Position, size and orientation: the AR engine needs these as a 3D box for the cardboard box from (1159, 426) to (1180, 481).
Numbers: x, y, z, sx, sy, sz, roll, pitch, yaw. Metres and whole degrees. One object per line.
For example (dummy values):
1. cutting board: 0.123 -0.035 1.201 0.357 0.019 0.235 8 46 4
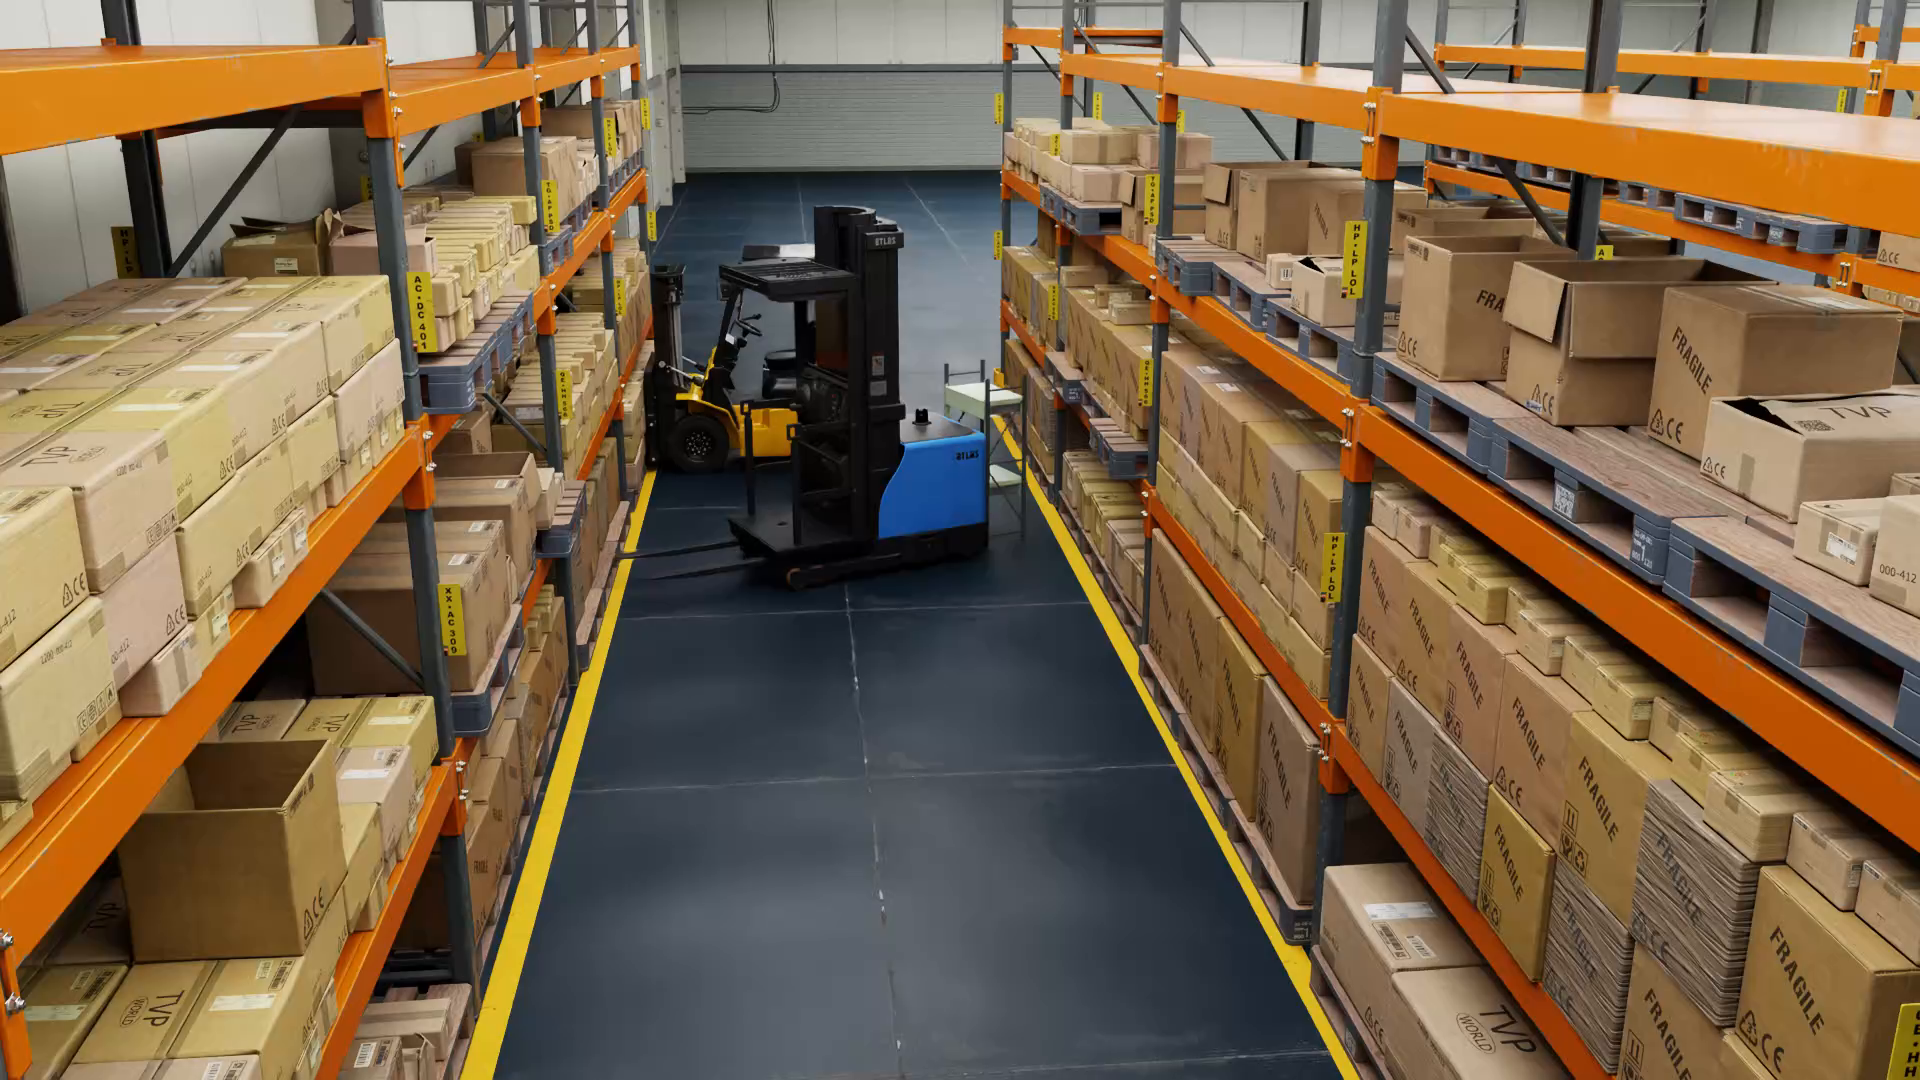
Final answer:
1. cardboard box: 1.609 -0.580 10.933 0.500 0.250 0.500 -2 18 -6

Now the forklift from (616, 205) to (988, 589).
1. forklift: -1.307 -1.181 13.547 3.031 2.935 1.130 -9 20 -27

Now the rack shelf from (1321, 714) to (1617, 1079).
1. rack shelf: 2.421 1.559 5.904 1.077 0.370 4.000 -2 18 -6

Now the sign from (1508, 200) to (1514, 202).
1. sign: 6.432 -3.816 19.497 0.100 0.325 0.005 -2 18 -6

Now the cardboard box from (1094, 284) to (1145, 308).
1. cardboard box: 1.301 -1.991 13.565 0.380 0.149 0.250 -1 17 -3

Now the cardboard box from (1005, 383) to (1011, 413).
1. cardboard box: 0.786 -1.595 18.639 0.500 0.250 0.500 -2 18 -6

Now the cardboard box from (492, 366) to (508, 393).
1. cardboard box: -3.518 -1.170 12.146 0.380 0.149 0.250 -2 18 -6

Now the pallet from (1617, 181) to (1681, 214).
1. pallet: 6.447 -3.015 14.584 0.805 0.209 1.217 -2 18 -8

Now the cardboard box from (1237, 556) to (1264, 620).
1. cardboard box: 1.834 0.263 9.082 0.500 0.250 0.500 -2 18 -7

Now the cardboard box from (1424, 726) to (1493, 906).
1. cardboard box: 2.096 1.019 6.258 0.500 0.500 0.500 -2 18 -5

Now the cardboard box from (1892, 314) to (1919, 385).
1. cardboard box: 6.679 -1.414 12.336 0.700 0.500 0.500 -2 18 -6

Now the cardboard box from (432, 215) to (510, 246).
1. cardboard box: -2.699 -1.704 9.178 0.380 0.149 0.250 -2 18 -7

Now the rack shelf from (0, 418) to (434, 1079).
1. rack shelf: -2.515 0.282 4.963 1.077 0.370 4.000 -2 18 -6

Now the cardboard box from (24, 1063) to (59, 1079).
1. cardboard box: -2.672 1.613 4.284 0.500 0.250 0.500 -2 18 -5

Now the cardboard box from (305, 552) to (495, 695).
1. cardboard box: -2.549 0.375 7.606 0.700 0.500 0.500 -1 17 -4

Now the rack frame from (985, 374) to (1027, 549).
1. rack frame: 0.392 -0.667 14.297 0.400 1.500 0.023 -9 20 -27

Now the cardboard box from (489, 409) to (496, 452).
1. cardboard box: -3.457 -0.709 11.345 0.500 0.250 0.500 -1 17 -4

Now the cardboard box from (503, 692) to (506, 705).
1. cardboard box: -2.748 0.875 9.270 0.380 0.149 0.250 -2 18 -5

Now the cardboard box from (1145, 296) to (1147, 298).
1. cardboard box: 1.718 -1.875 14.278 0.500 0.500 0.500 -2 18 -5

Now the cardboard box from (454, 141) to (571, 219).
1. cardboard box: -3.118 -2.515 11.637 0.700 0.500 0.500 -2 18 -7

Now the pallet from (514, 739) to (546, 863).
1. pallet: -2.972 1.499 9.549 1.003 0.211 1.213 -2 18 -6

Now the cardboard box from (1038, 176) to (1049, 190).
1. cardboard box: 0.962 -3.466 16.122 0.380 0.149 0.250 -1 17 -4

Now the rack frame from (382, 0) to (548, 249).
1. rack frame: -3.134 -3.280 10.100 1.000 3.000 0.127 -2 18 -6

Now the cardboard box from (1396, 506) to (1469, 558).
1. cardboard box: 2.032 -0.036 6.866 0.380 0.149 0.250 -2 17 -5

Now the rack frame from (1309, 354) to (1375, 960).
1. rack frame: 2.215 0.620 7.694 1.000 3.000 0.127 -2 18 -6

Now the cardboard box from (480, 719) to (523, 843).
1. cardboard box: -2.660 1.308 8.974 0.500 0.500 0.500 -2 18 -7

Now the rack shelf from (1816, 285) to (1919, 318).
1. rack shelf: 11.041 -2.322 18.267 1.077 0.370 4.000 -2 18 -6

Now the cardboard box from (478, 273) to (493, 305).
1. cardboard box: -2.465 -1.190 8.005 0.380 0.149 0.250 -2 18 -6

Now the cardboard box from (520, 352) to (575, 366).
1. cardboard box: -3.141 -1.337 12.679 0.380 0.149 0.250 -2 18 -6

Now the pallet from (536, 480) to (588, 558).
1. pallet: -2.994 -0.126 10.391 1.213 0.211 1.003 -2 18 -6

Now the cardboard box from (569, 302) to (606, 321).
1. cardboard box: -3.318 -2.069 15.011 0.380 0.149 0.250 -2 18 -7

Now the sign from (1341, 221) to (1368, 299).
1. sign: 1.676 -1.188 7.058 0.100 0.325 0.005 -2 18 -6

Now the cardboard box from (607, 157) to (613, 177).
1. cardboard box: -3.291 -3.311 14.761 0.380 0.149 0.250 -1 17 -4

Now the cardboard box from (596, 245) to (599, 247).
1. cardboard box: -4.137 -3.193 18.094 0.380 0.149 0.250 -2 18 -7

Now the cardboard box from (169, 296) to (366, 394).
1. cardboard box: -2.369 -0.672 5.720 0.500 0.250 0.500 -2 18 -7

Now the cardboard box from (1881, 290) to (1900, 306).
1. cardboard box: 10.710 -2.751 18.850 0.380 0.149 0.250 -2 18 -6

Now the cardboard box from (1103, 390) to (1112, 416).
1. cardboard box: 1.304 -1.051 12.735 0.380 0.149 0.250 -1 17 -5

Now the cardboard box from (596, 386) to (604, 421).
1. cardboard box: -3.156 -1.097 13.414 0.500 0.250 0.500 -2 18 -5

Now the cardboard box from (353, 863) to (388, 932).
1. cardboard box: -2.284 1.289 5.982 0.380 0.149 0.250 -2 18 -6

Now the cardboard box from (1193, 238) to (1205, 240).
1. cardboard box: 1.561 -1.970 11.357 0.380 0.149 0.250 -2 18 -6

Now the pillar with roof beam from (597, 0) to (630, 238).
1. pillar with roof beam: -1.740 -9.136 28.754 9.100 9.000 0.400 -2 18 -6

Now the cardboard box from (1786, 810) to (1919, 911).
1. cardboard box: 2.341 0.802 4.196 0.380 0.149 0.250 -1 17 -5

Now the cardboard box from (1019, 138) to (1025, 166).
1. cardboard box: 0.885 -3.995 17.141 0.500 0.250 0.500 -1 17 -4

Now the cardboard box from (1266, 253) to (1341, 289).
1. cardboard box: 1.871 -1.459 8.997 0.380 0.166 0.250 0 17 -1

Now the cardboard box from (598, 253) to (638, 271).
1. cardboard box: -3.481 -2.823 16.913 0.380 0.149 0.250 -1 17 -5

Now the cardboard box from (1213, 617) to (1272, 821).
1. cardboard box: 1.971 0.982 9.387 0.875 0.875 0.875 -1 17 -4

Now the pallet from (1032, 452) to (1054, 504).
1. pallet: 1.286 -0.632 16.338 1.003 0.211 1.213 -2 18 -6

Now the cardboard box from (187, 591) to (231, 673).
1. cardboard box: -2.131 0.243 4.306 0.380 0.149 0.250 -2 18 -6

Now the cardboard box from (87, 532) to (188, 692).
1. cardboard box: -2.156 0.173 3.863 0.500 0.250 0.500 -1 17 -5

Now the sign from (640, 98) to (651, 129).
1. sign: -3.418 -4.629 18.061 0.100 0.325 0.005 -2 18 -6

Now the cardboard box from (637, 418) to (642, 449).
1. cardboard box: -3.344 -1.040 16.036 0.500 0.250 0.500 -2 18 -6

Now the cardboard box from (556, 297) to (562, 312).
1. cardboard box: -3.915 -2.207 15.448 0.380 0.149 0.250 -1 17 -4

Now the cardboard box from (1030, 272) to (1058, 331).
1. cardboard box: 0.979 -2.385 16.604 0.500 0.500 0.500 -1 17 -4

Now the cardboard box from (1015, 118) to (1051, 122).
1. cardboard box: 0.811 -4.535 18.194 0.380 0.149 0.250 -2 18 -6

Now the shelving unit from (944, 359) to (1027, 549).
1. shelving unit: 0.217 -0.763 14.603 0.431 1.500 0.755 -9 20 -27
